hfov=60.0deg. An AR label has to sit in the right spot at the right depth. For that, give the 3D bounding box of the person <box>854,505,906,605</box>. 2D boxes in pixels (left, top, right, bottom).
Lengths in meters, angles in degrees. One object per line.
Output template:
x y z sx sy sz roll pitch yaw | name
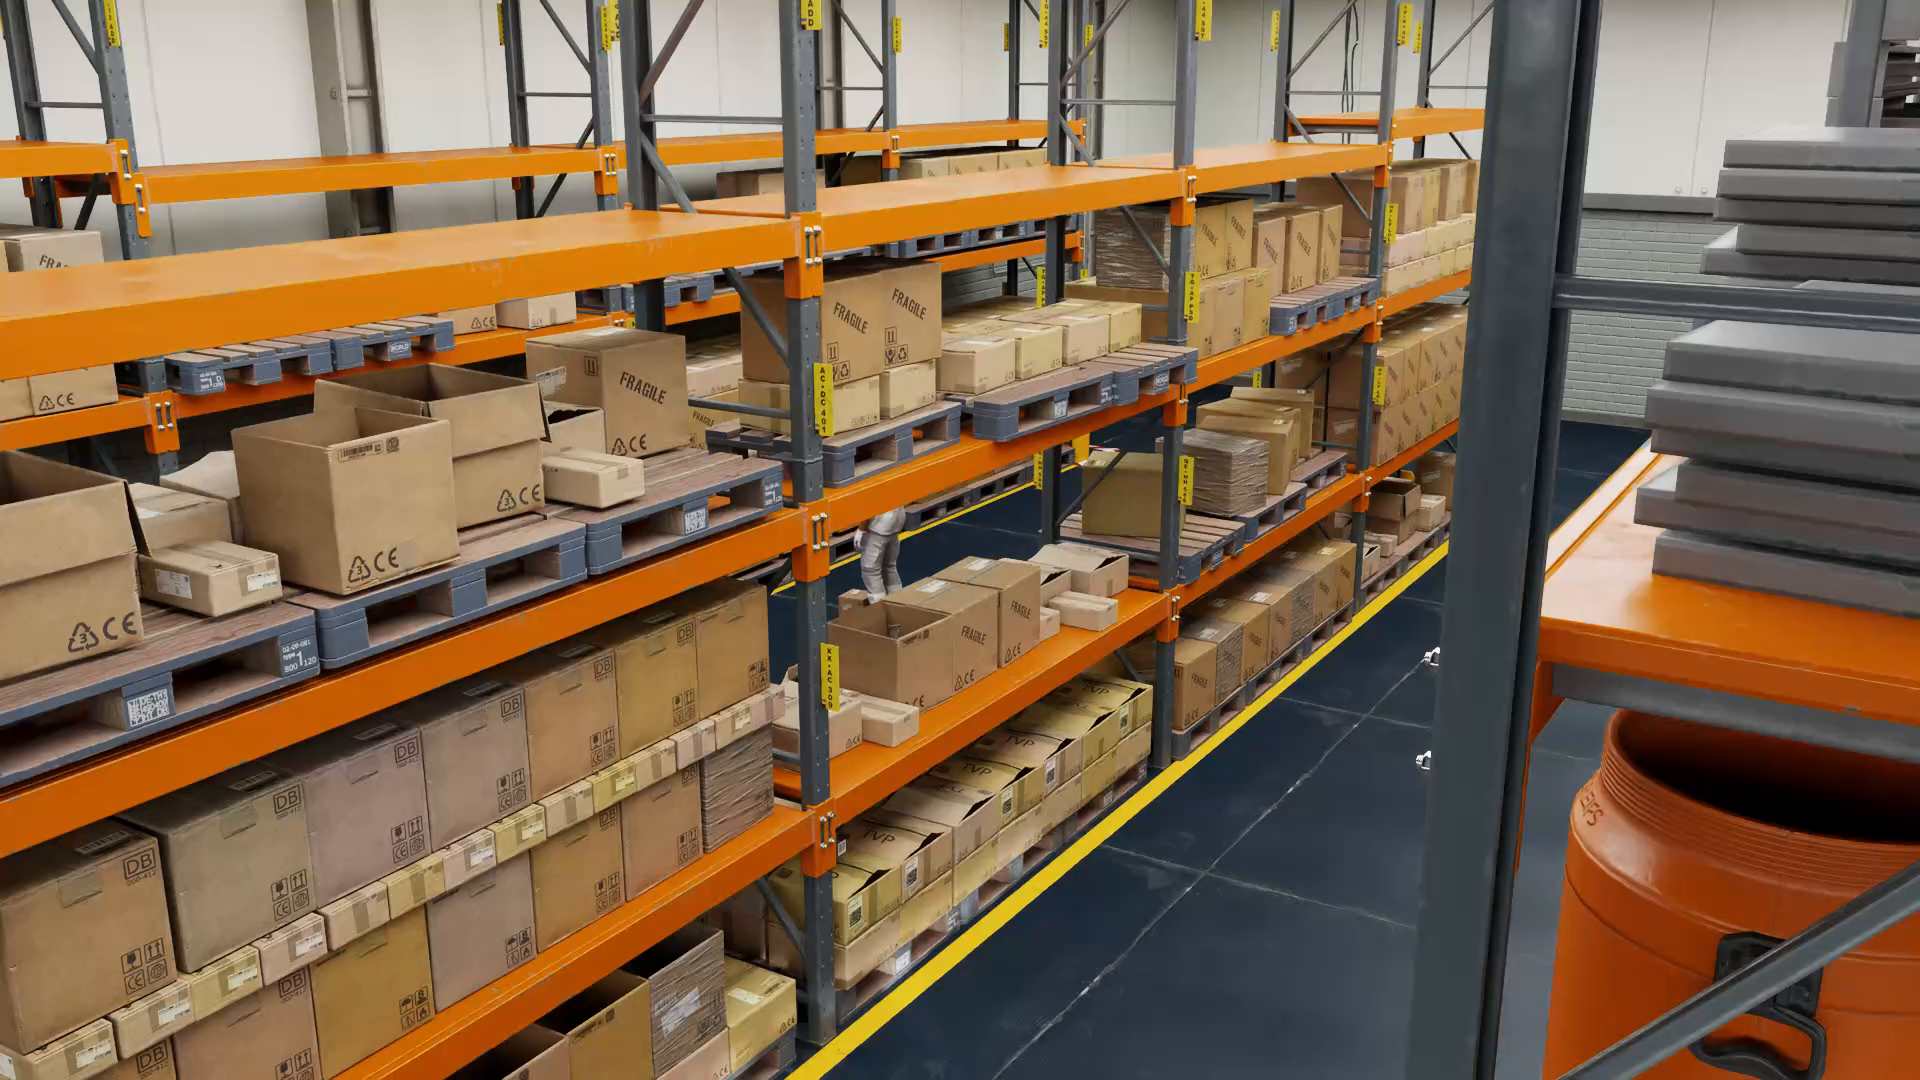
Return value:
-0.712 -0.101 14.358 0.456 1.778 0.614 9 18 30 | person
